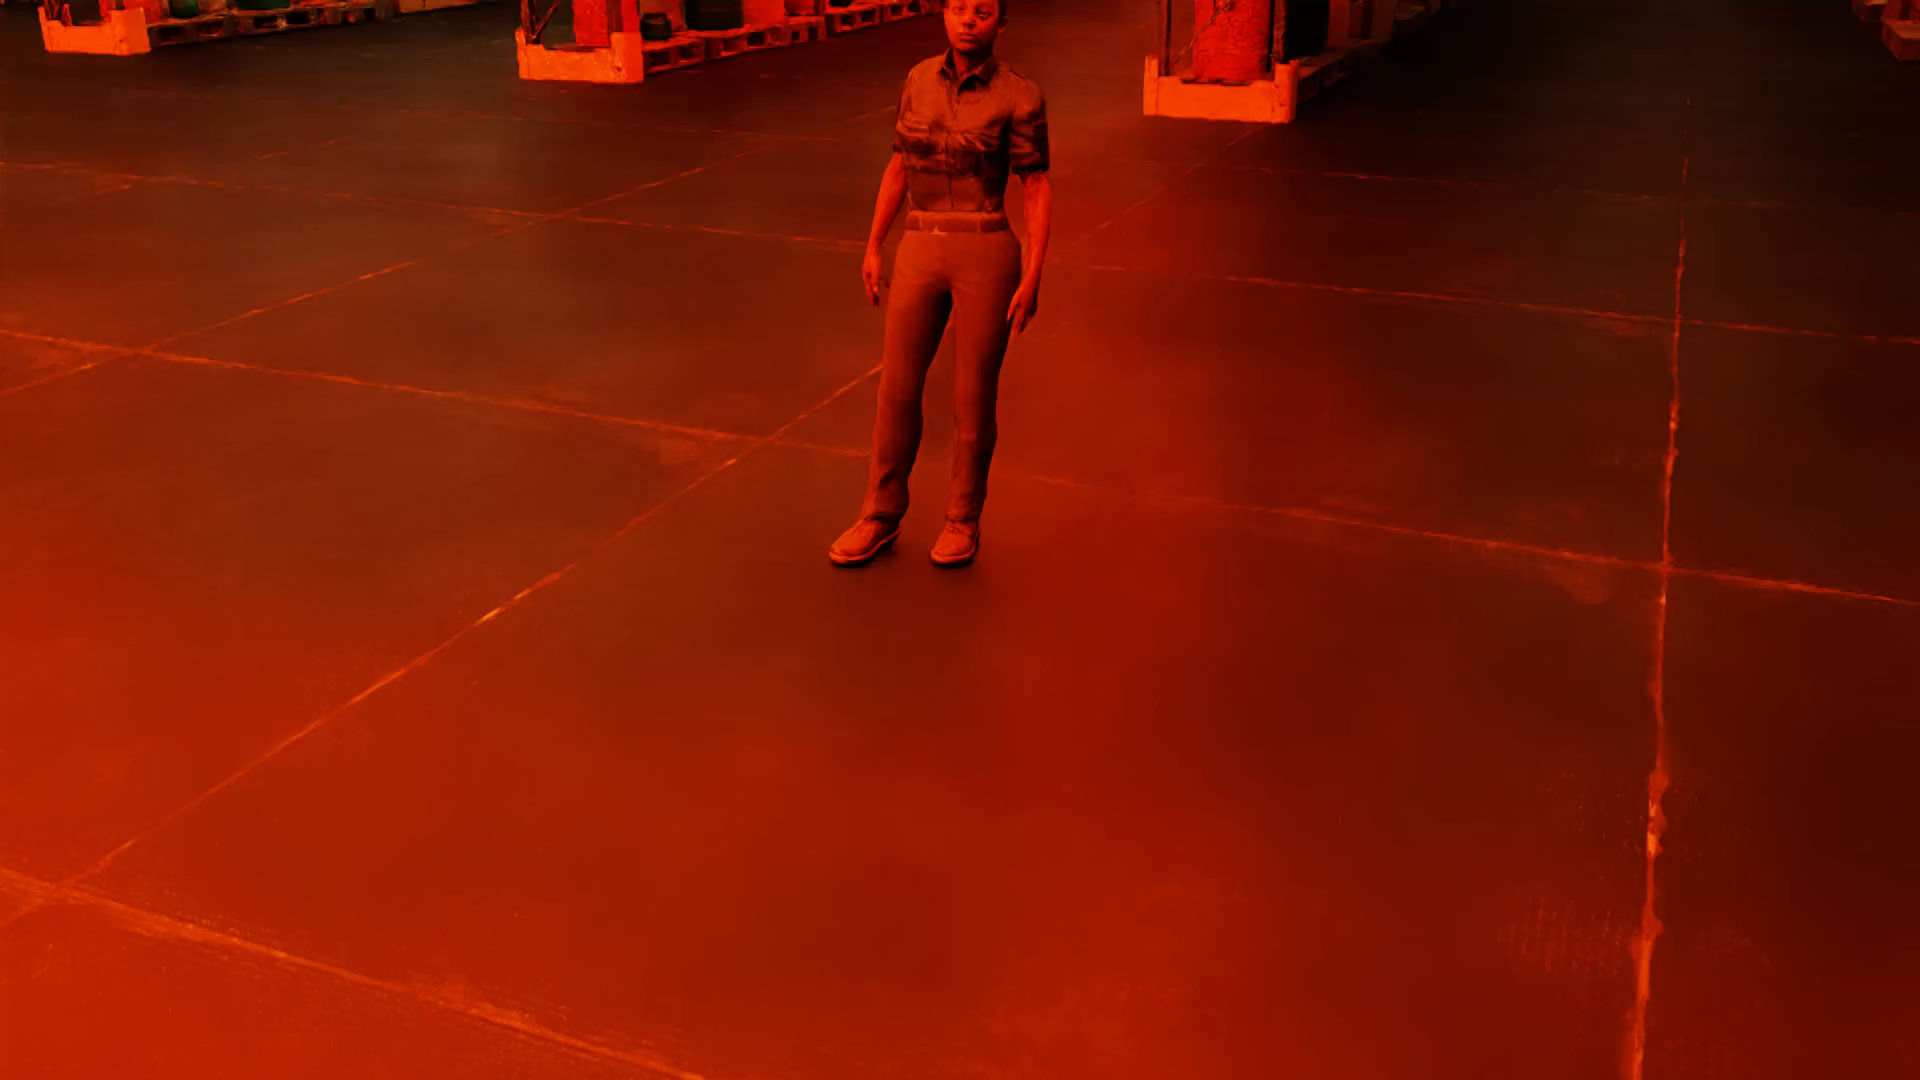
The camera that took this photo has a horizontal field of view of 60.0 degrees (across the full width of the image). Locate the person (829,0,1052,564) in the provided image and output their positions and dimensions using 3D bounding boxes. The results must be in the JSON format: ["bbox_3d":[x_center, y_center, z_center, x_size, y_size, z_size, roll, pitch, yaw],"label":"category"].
[{"bbox_3d":[-0.052,-0.741,4.703,0.570,1.654,0.503,9,24,21],"label":"person"}]
